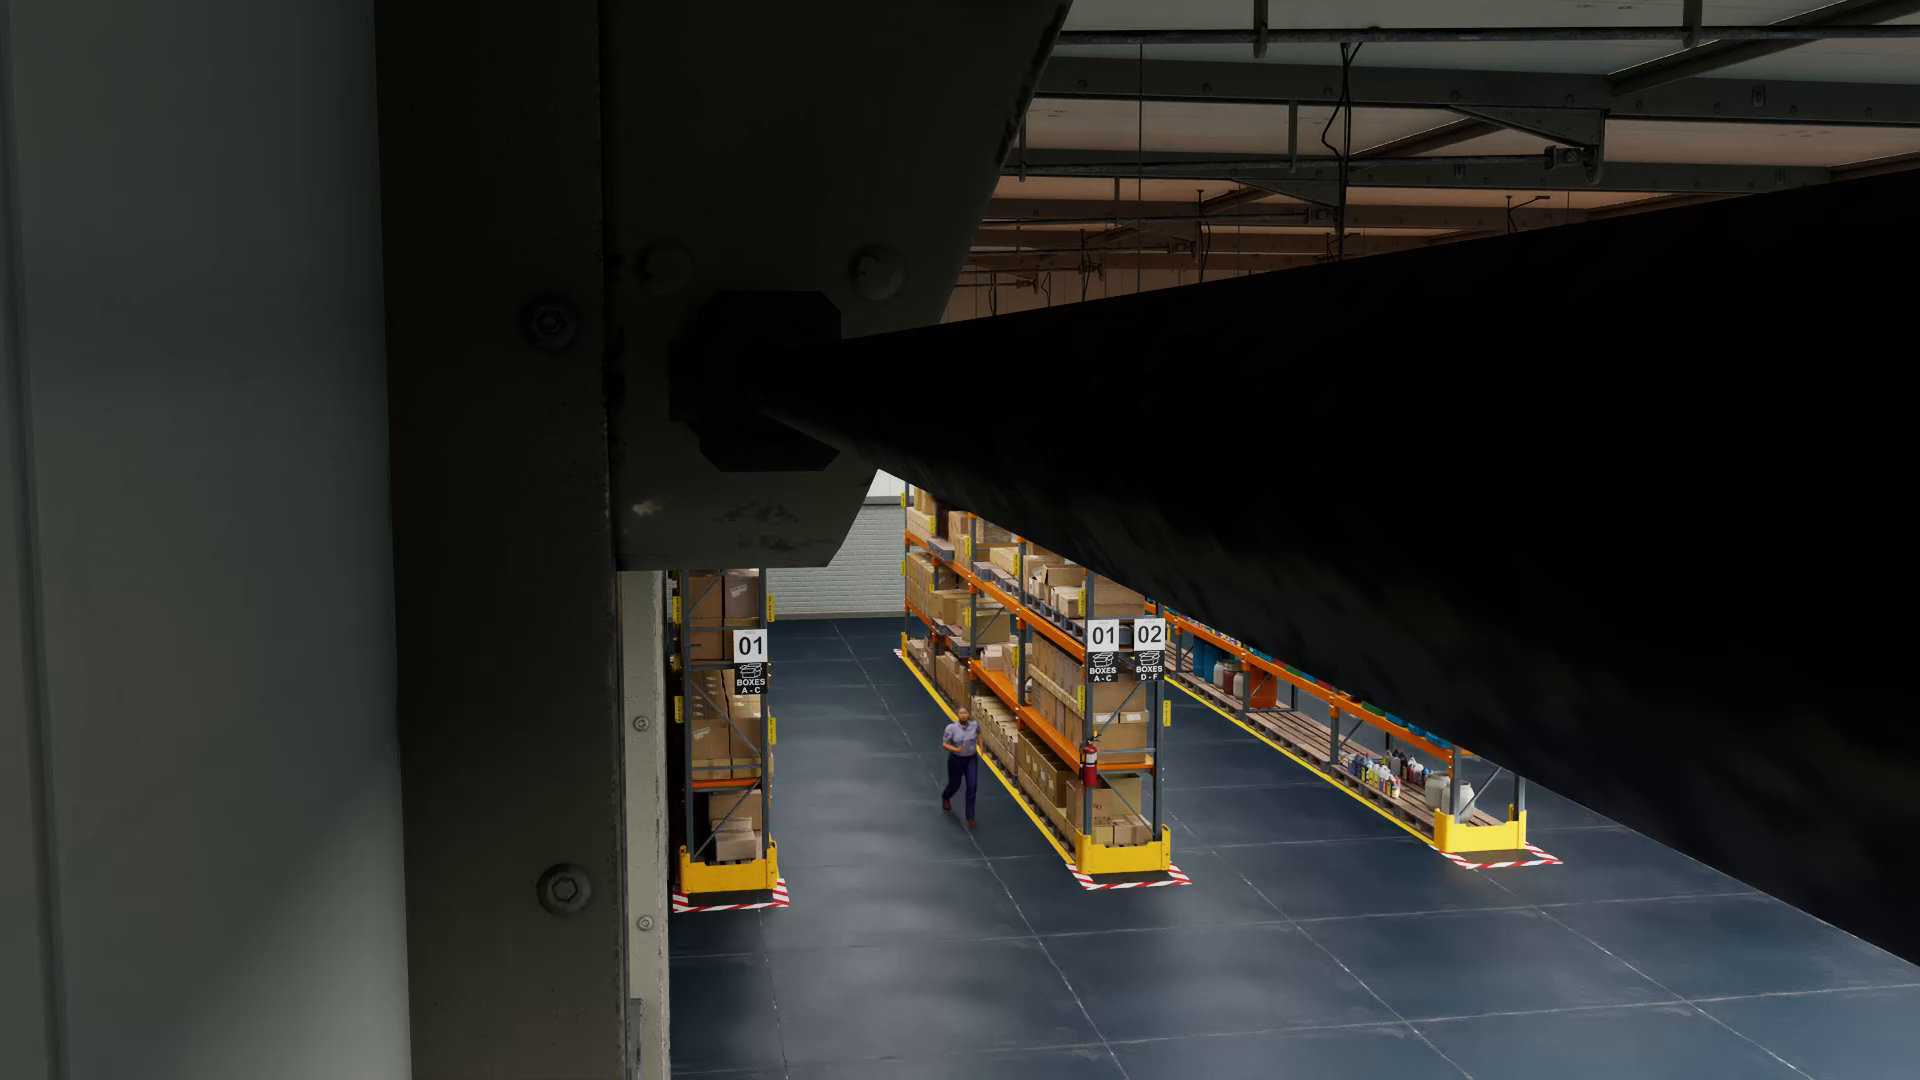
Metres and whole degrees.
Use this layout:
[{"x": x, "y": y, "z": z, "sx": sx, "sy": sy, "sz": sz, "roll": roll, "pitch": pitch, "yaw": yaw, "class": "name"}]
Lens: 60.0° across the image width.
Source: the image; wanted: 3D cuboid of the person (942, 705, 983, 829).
[{"x": 0.036, "y": 3.119, "z": 23.233, "sx": 0.615, "sy": 1.653, "sz": 0.934, "roll": -1, "pitch": 6, "yaw": -12, "class": "person"}]
